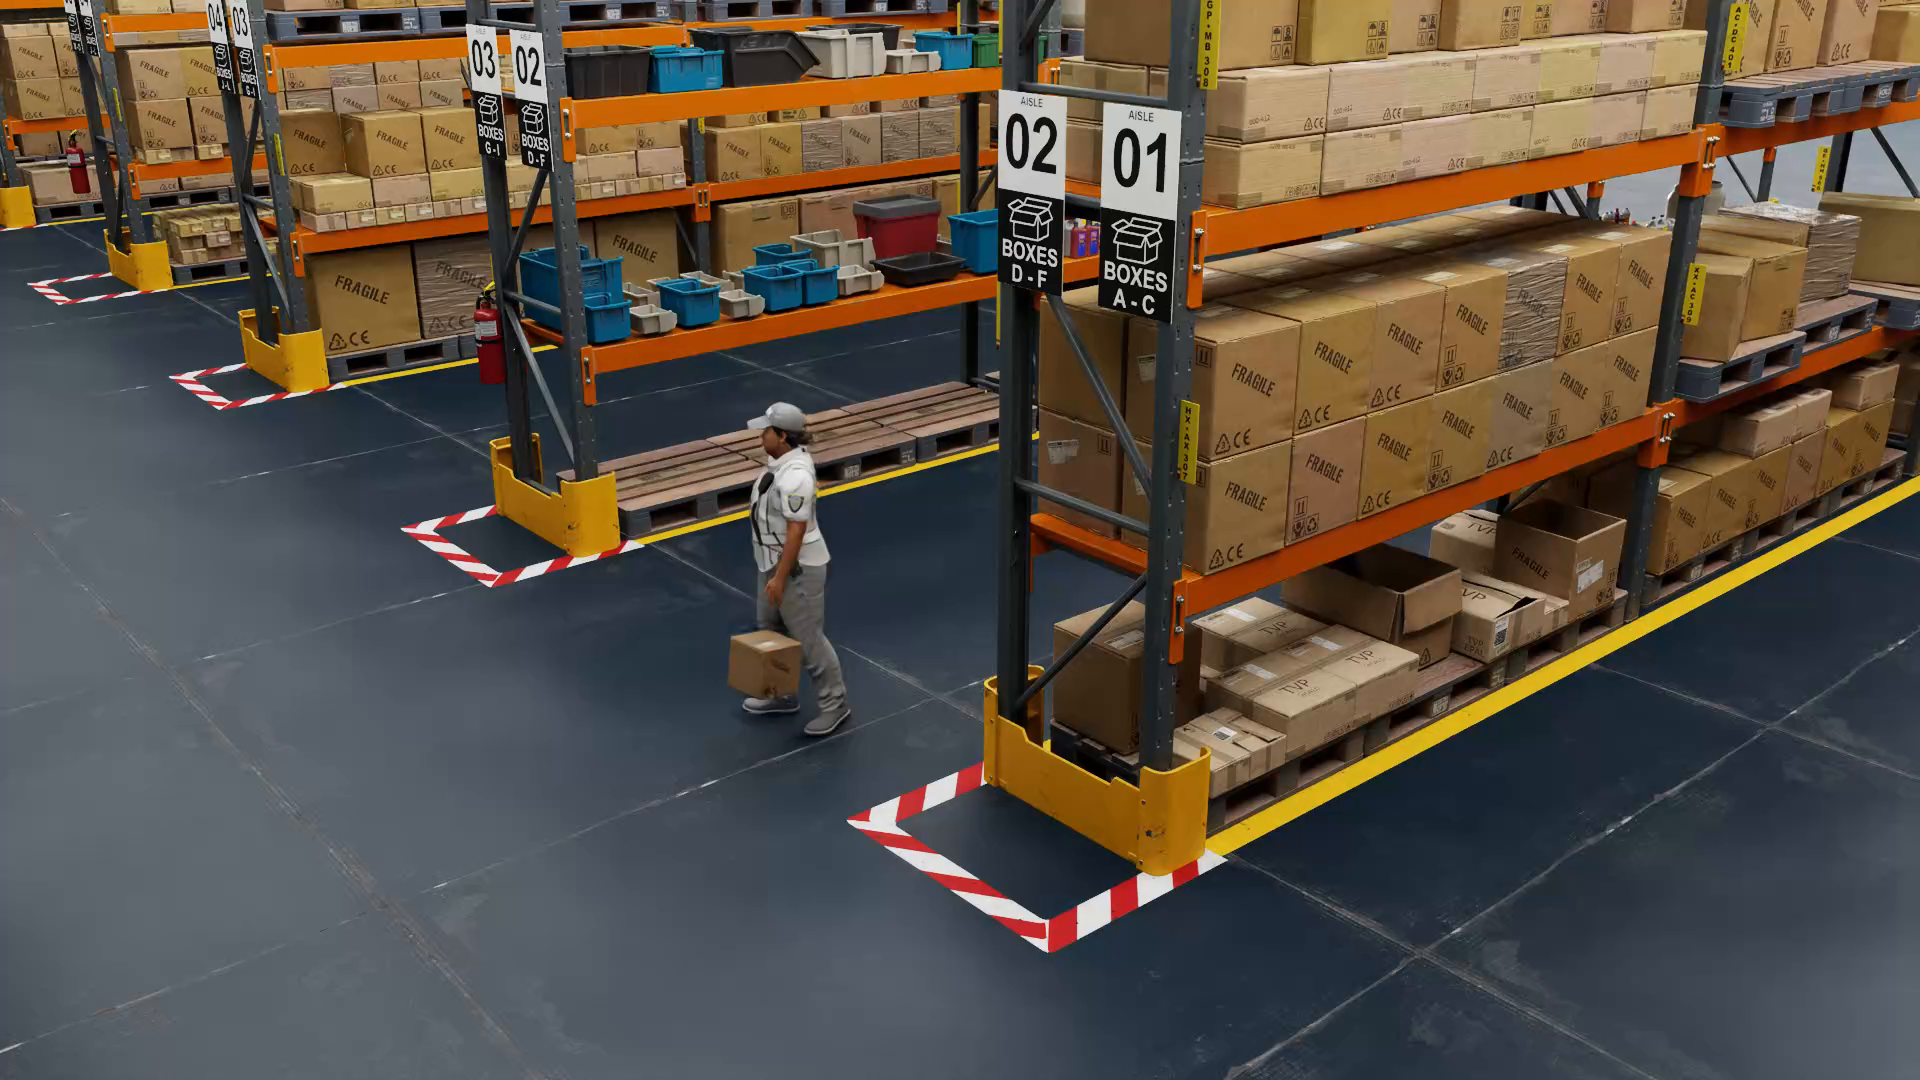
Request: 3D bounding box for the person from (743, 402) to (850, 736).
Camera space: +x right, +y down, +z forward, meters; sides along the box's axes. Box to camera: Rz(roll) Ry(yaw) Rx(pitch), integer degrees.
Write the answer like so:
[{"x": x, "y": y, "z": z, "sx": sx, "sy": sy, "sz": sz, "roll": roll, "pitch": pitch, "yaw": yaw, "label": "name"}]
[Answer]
[{"x": -0.838, "y": 0.130, "z": 8.239, "sx": 0.524, "sy": 1.664, "sz": 0.540, "roll": -5, "pitch": 22, "yaw": -12, "label": "person"}]
